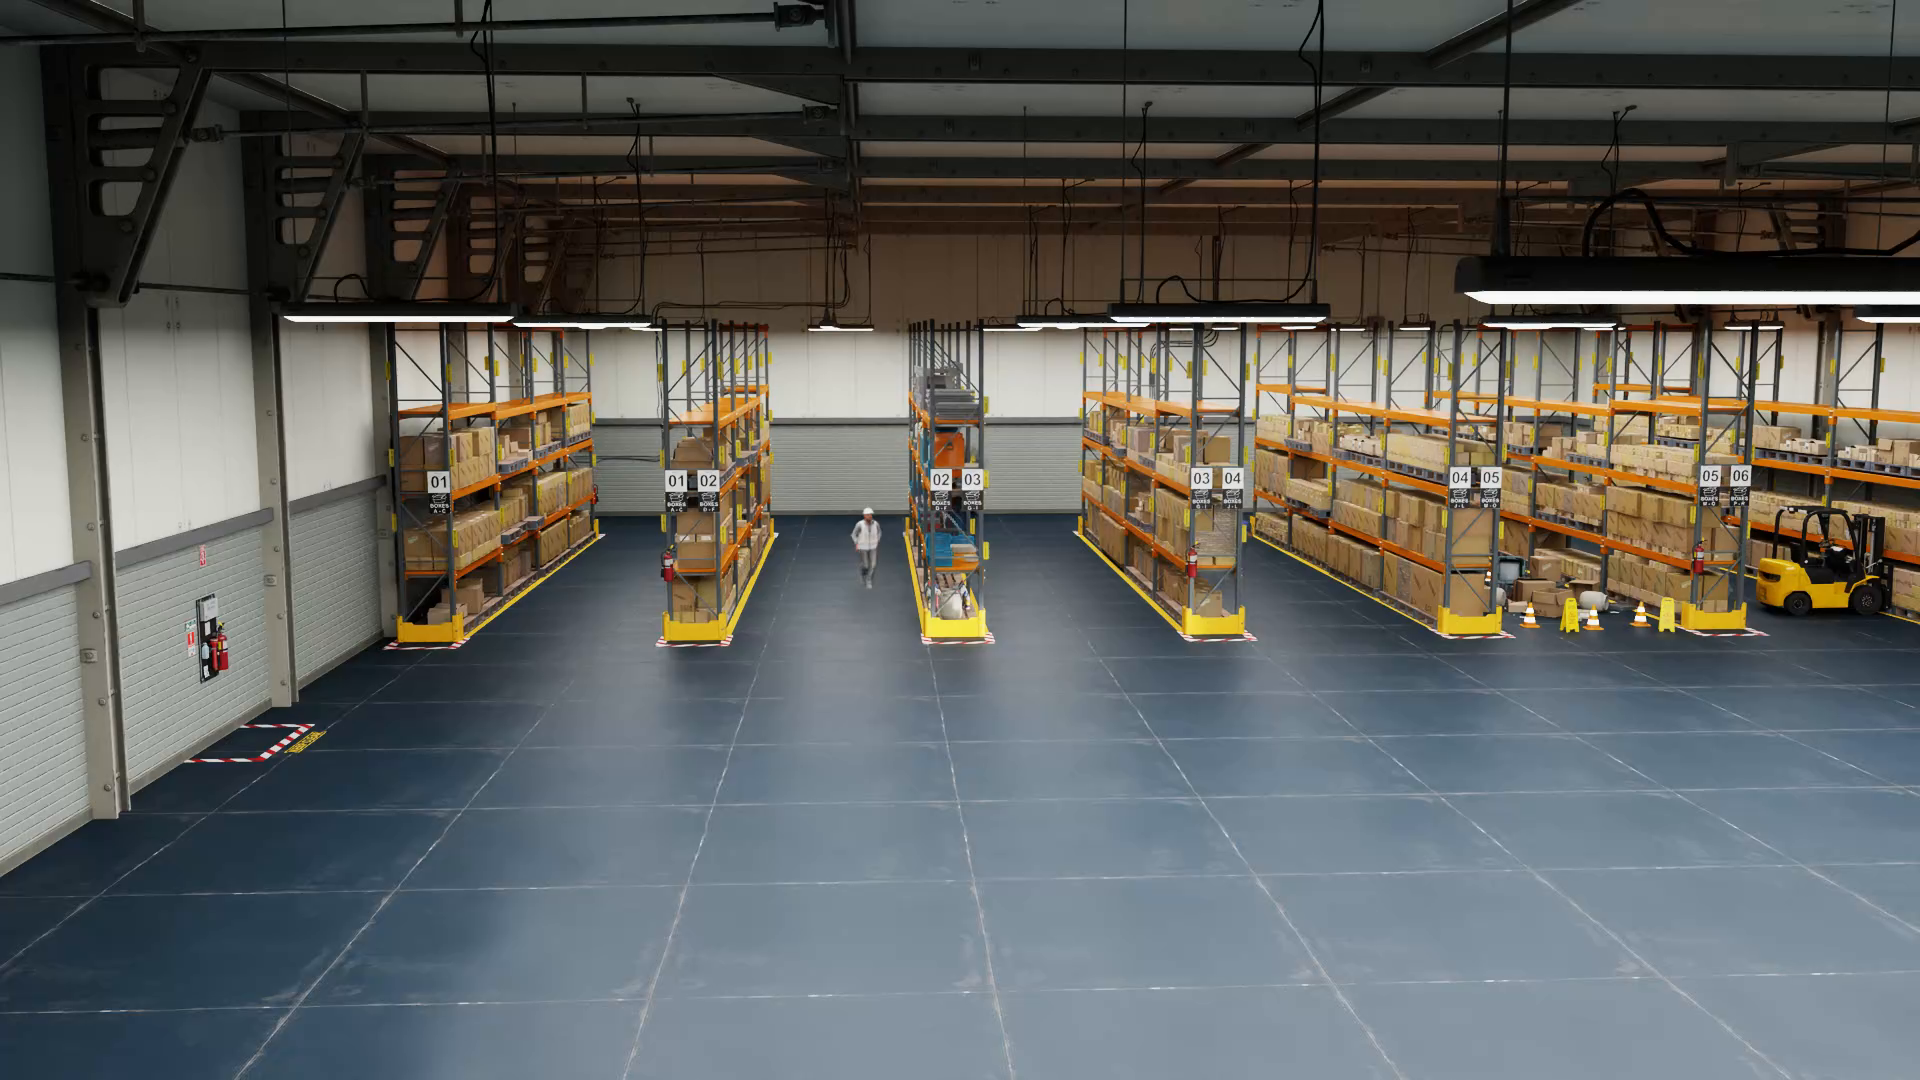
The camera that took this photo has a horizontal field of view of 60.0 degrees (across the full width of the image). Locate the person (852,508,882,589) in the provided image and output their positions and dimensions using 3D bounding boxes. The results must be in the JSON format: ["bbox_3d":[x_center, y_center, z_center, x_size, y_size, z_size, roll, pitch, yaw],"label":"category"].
[{"bbox_3d":[-1.987,0.170,35.790,0.674,1.742,0.546,-2,7,-16],"label":"person"}]

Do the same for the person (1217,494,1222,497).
[{"bbox_3d":[7.286,-1.023,48.057,0.691,1.681,0.656,2,7,19],"label":"person"}]

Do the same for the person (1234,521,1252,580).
[{"bbox_3d":[6.454,0.167,38.488,0.571,1.711,0.774,-1,7,-5],"label":"person"}]
